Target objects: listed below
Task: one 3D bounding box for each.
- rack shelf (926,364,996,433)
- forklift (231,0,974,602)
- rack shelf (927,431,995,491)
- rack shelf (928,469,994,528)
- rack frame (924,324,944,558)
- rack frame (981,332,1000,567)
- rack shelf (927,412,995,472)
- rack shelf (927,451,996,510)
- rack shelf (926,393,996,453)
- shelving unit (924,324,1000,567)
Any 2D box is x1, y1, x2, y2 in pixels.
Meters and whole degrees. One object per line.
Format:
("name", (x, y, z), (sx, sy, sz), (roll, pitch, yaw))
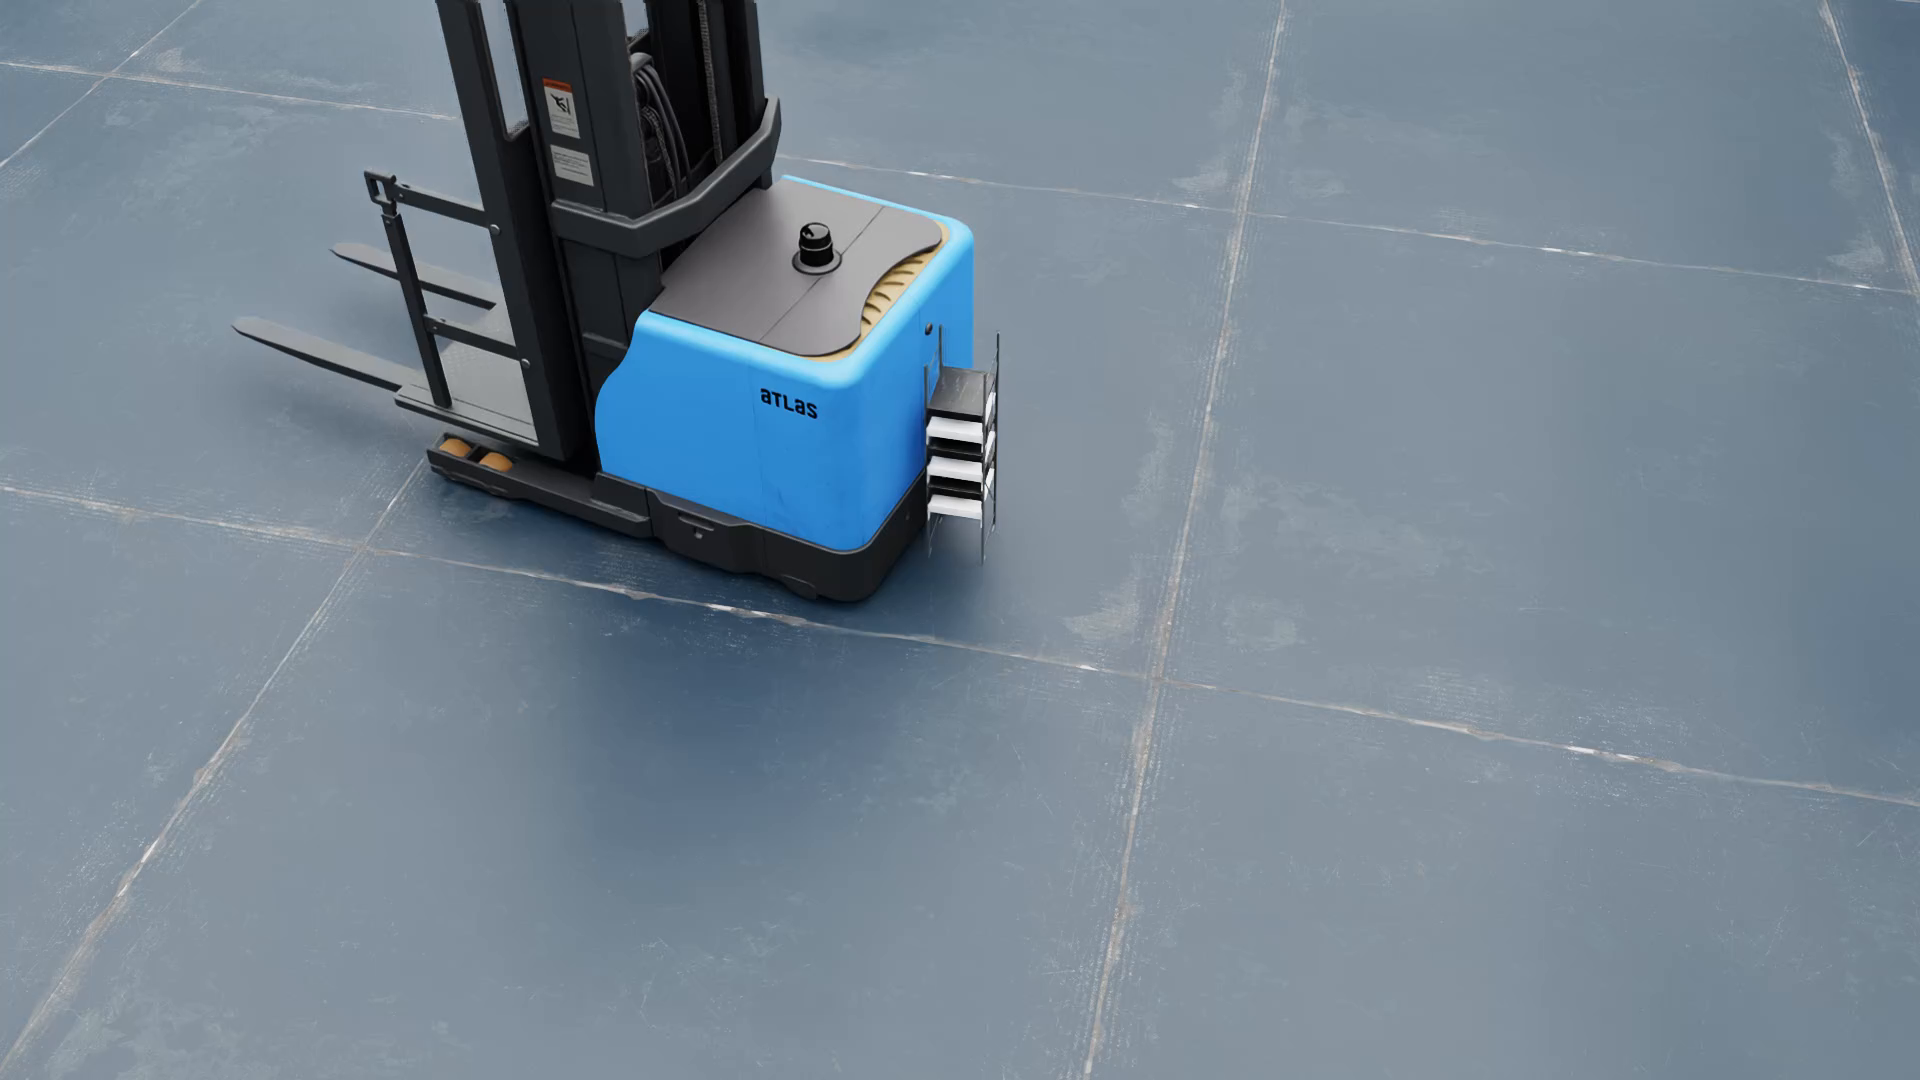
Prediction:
("rack shelf", (0.008, -0.493, 5.773), (0.200, 0.077, 0.258), (9, 45, 9))
("forklift", (-1.493, -1.538, 5.735), (3.031, 2.935, 1.130), (18, 47, 18))
("rack shelf", (0.008, -0.299, 5.960), (0.200, 0.077, 0.258), (9, 45, 9))
("rack shelf", (0.008, -0.169, 6.085), (0.200, 0.077, 0.258), (9, 45, 9))
("rack frame", (-0.091, -0.338, 5.953), (0.006, 0.900, 0.240), (9, 45, 9))
("rack frame", (0.107, -0.308, 5.921), (0.006, 0.900, 0.240), (9, 45, 9))
("rack shelf", (0.008, -0.364, 5.897), (0.200, 0.077, 0.258), (9, 45, 9))
("rack shelf", (0.008, -0.234, 6.022), (0.200, 0.077, 0.258), (9, 45, 9))
("rack shelf", (0.008, -0.429, 5.835), (0.200, 0.077, 0.258), (9, 45, 9))
("shelving unit", (0.008, -0.323, 5.937), (0.210, 0.900, 0.258), (9, 45, 9))
